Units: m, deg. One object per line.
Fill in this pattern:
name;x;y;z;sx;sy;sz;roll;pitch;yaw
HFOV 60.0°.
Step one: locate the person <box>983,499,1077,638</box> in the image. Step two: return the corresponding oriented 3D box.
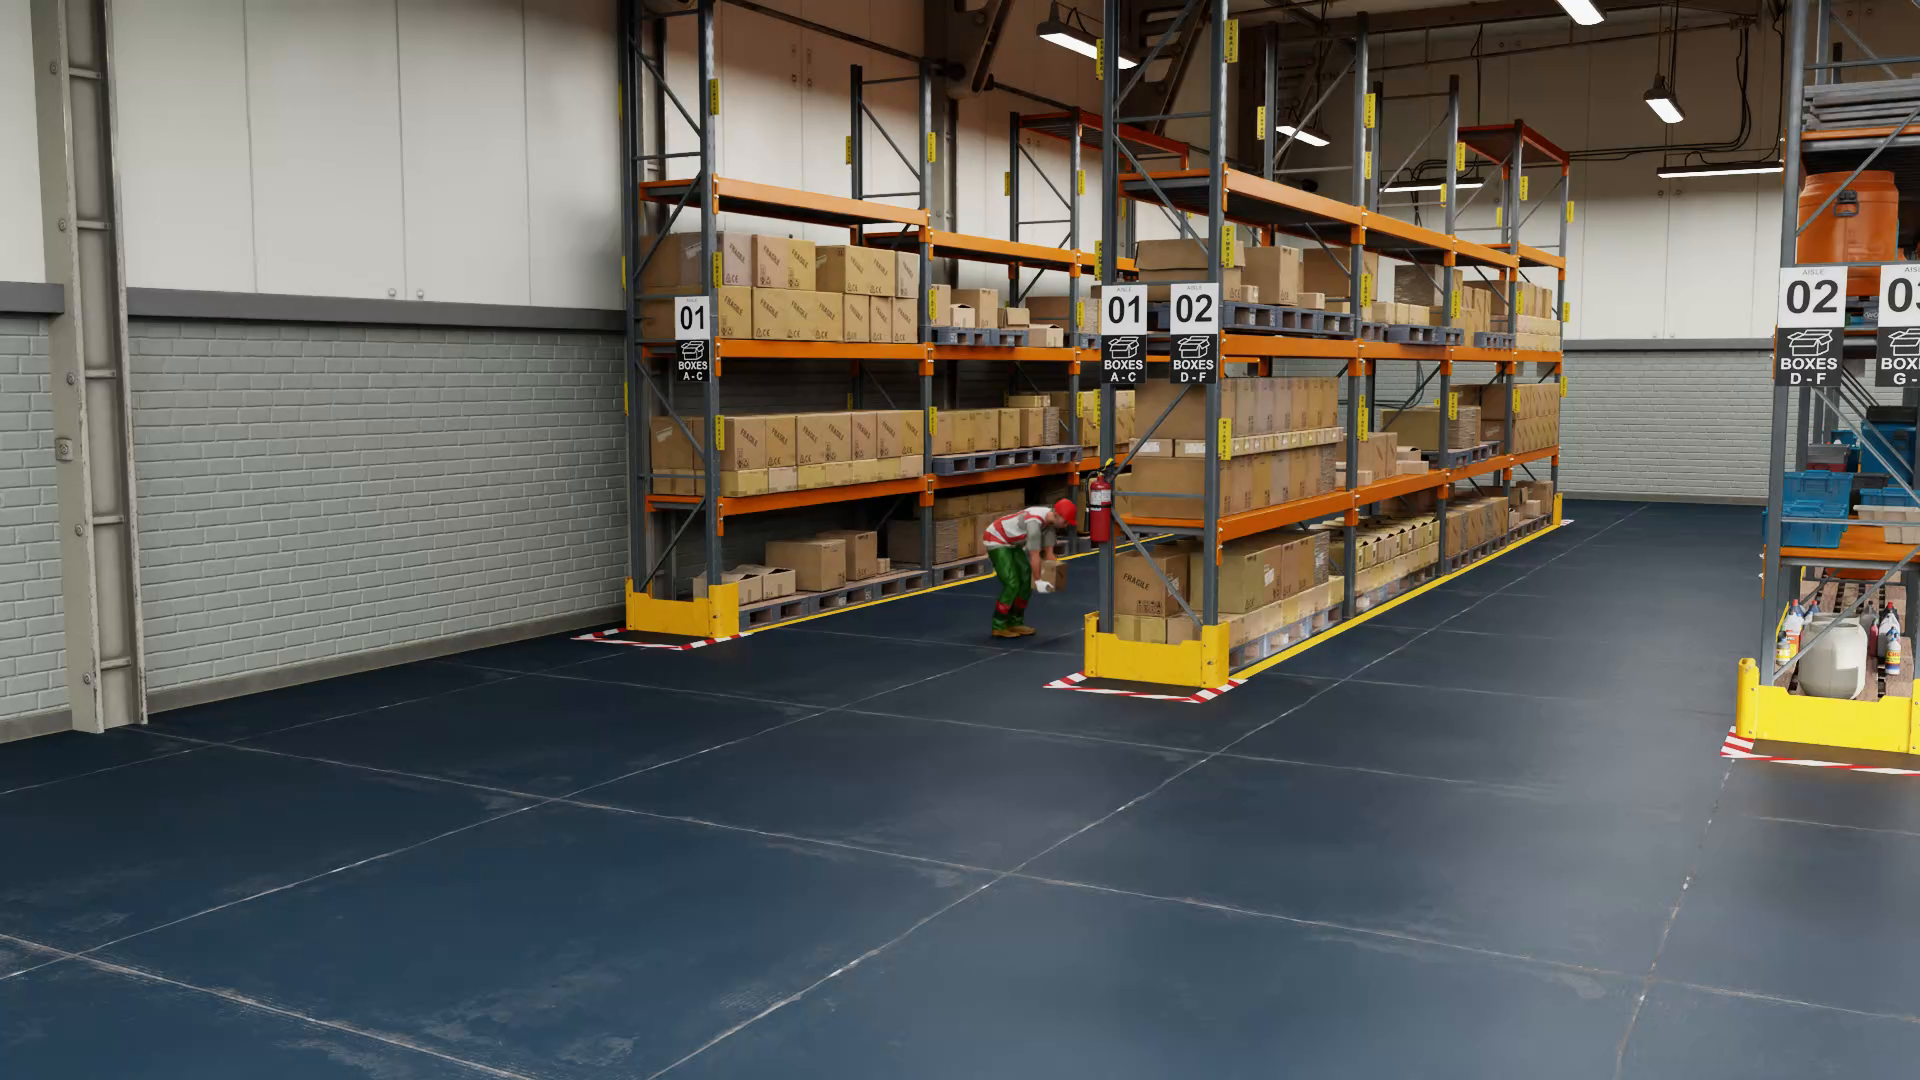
person;0.665;0.259;15.712;0.909;1.319;0.497;3;7;27
